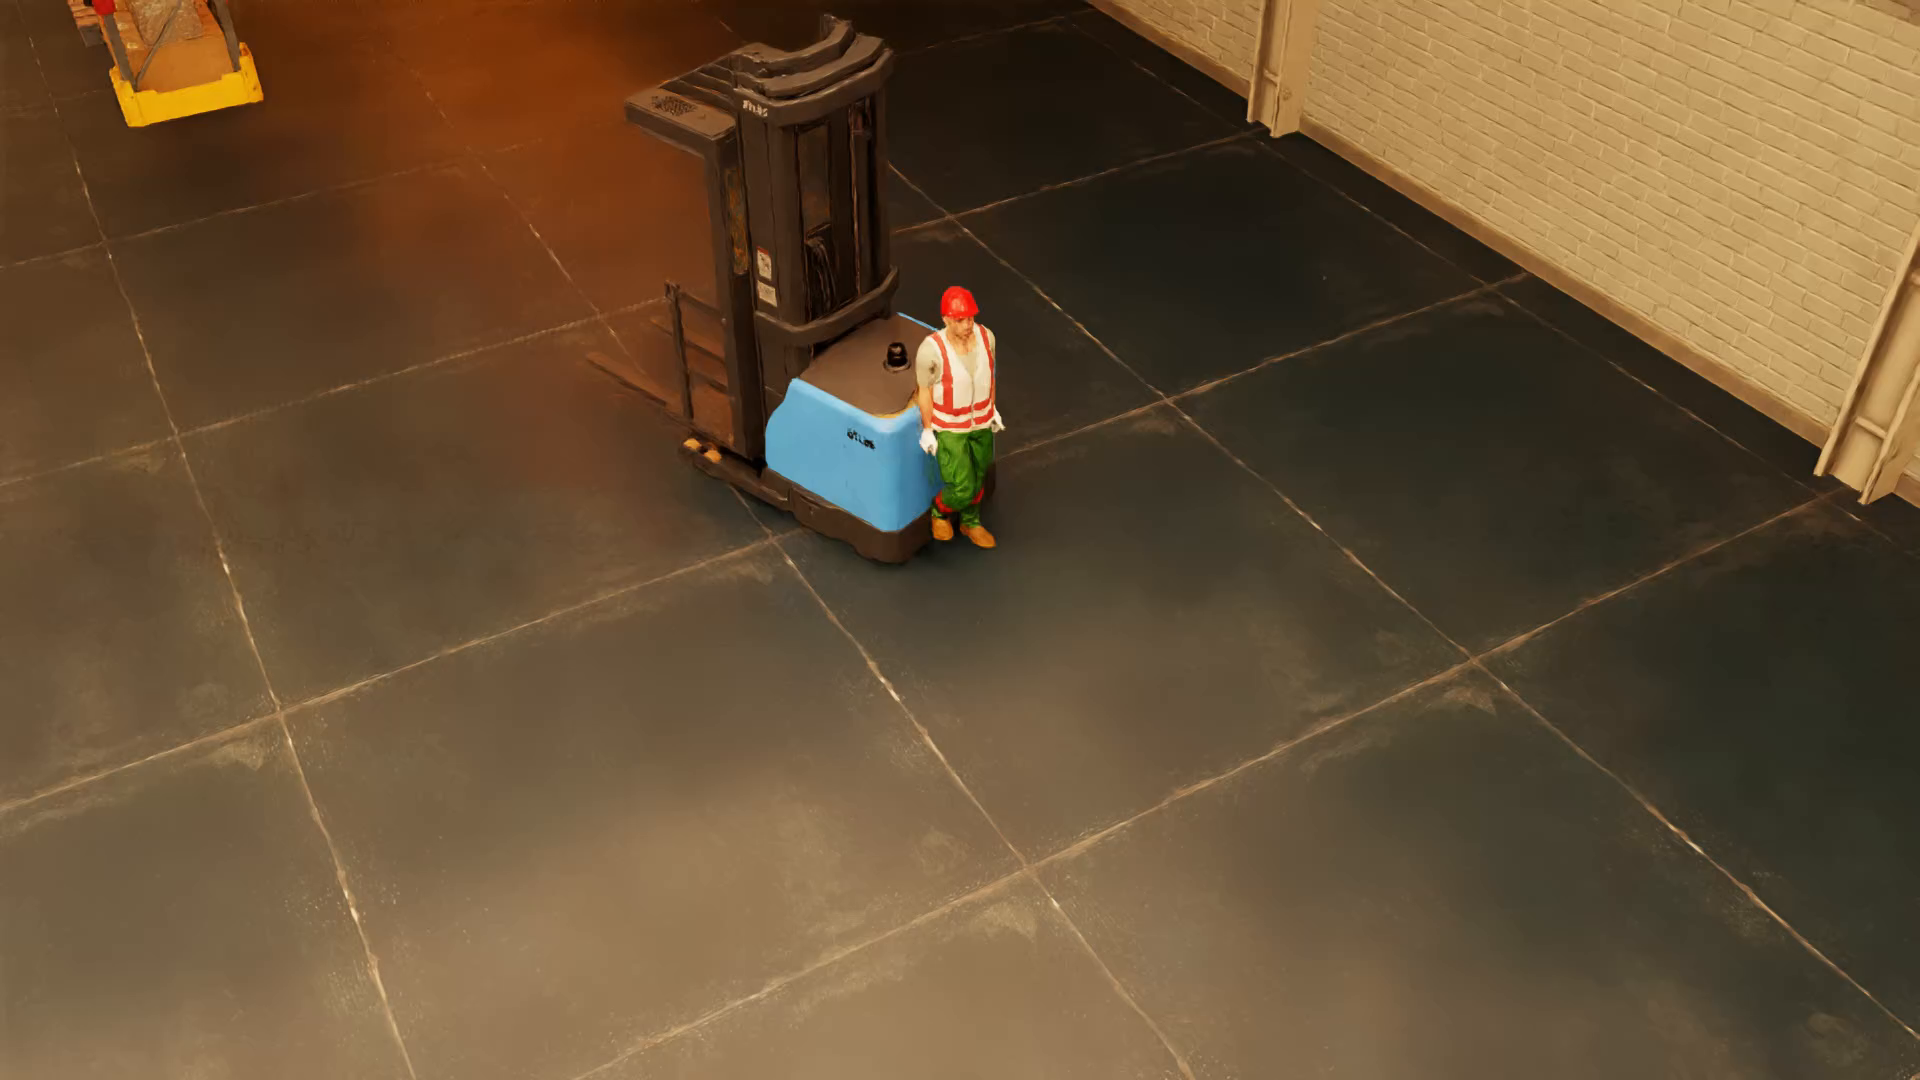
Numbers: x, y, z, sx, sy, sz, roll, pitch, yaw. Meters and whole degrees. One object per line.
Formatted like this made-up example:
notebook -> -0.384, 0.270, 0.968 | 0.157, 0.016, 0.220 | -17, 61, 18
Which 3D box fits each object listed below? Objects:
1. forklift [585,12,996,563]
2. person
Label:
forklift -> -1.228, -1.781, 10.183 | 3.031, 2.935, 1.130 | 28, 47, 30
person -> 0.043, -0.644, 9.705 | 0.540, 1.794, 0.484 | -20, 44, -23
